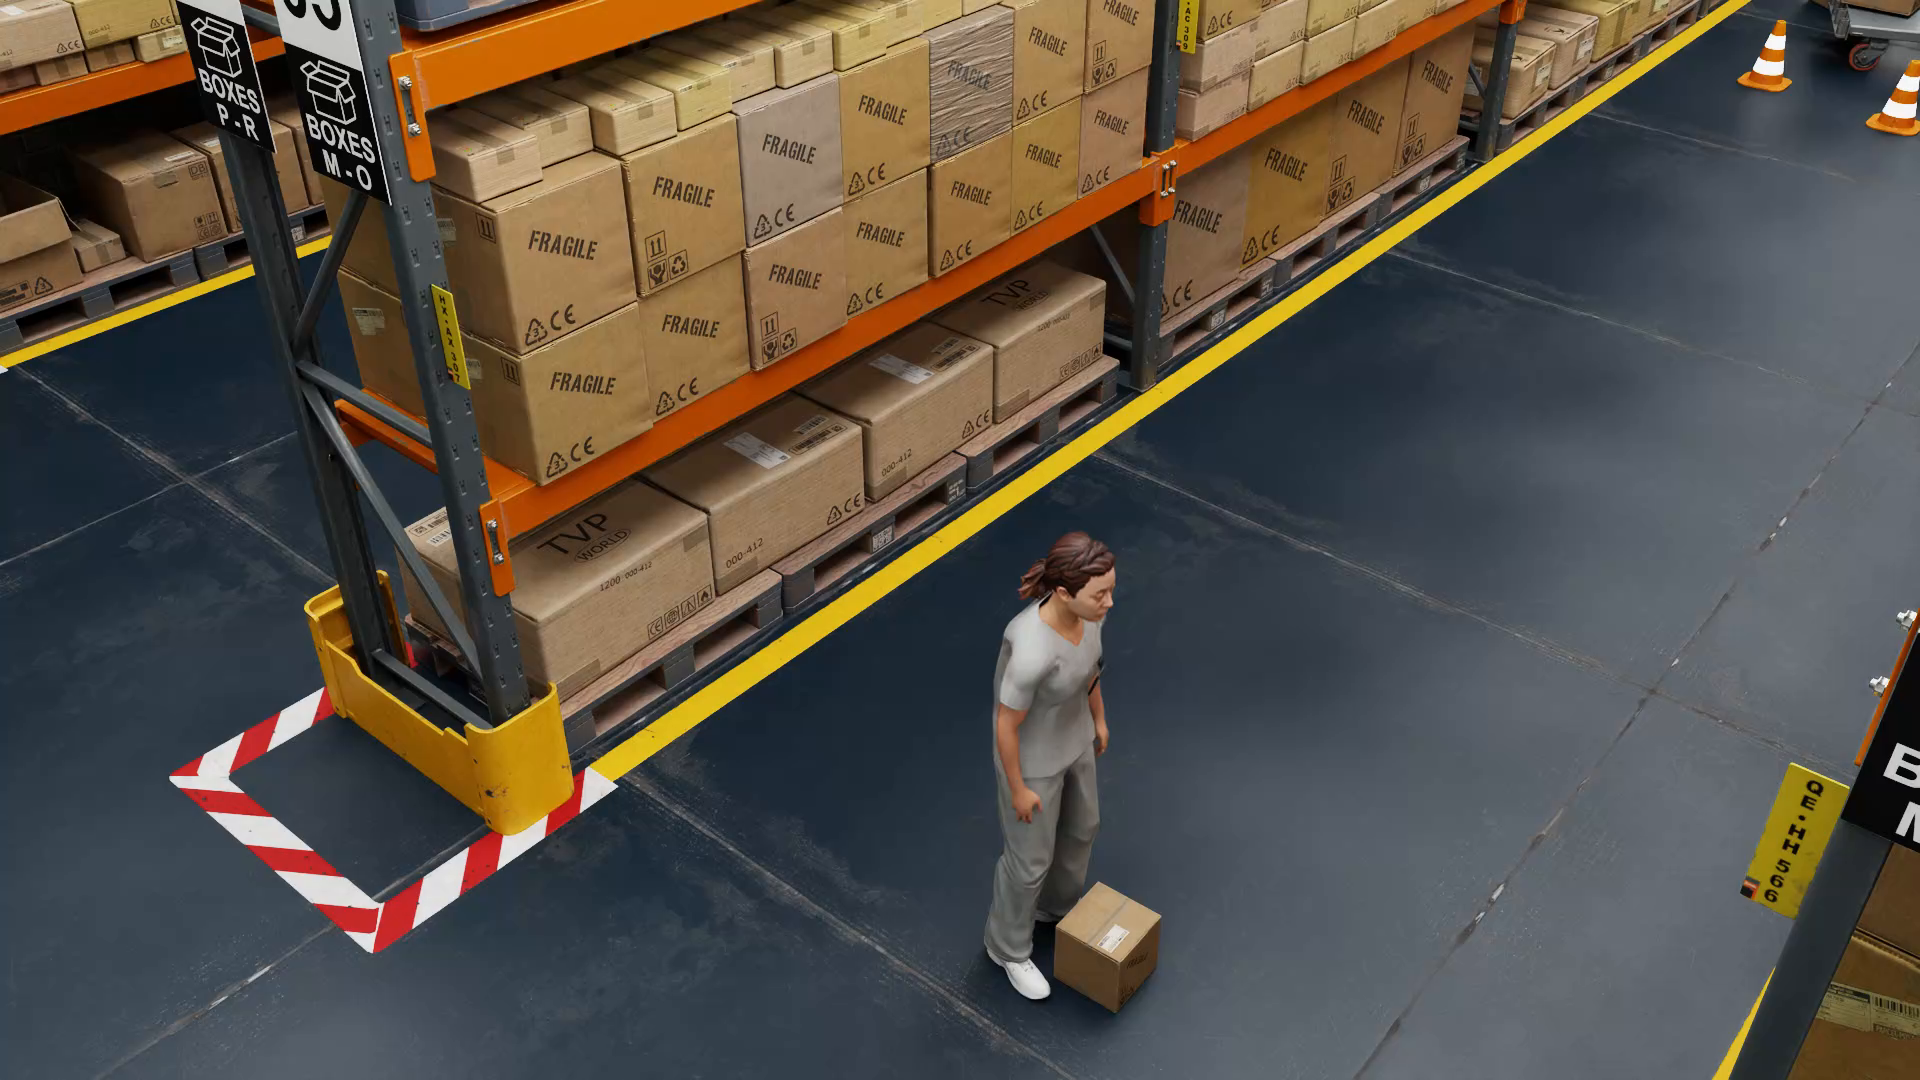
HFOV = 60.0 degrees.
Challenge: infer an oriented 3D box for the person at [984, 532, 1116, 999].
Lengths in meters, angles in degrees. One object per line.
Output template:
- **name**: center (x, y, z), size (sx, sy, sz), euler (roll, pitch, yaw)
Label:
- **person**: center (0.290, 0.673, 5.191), size (0.358, 1.673, 0.505), euler (24, 42, 30)
